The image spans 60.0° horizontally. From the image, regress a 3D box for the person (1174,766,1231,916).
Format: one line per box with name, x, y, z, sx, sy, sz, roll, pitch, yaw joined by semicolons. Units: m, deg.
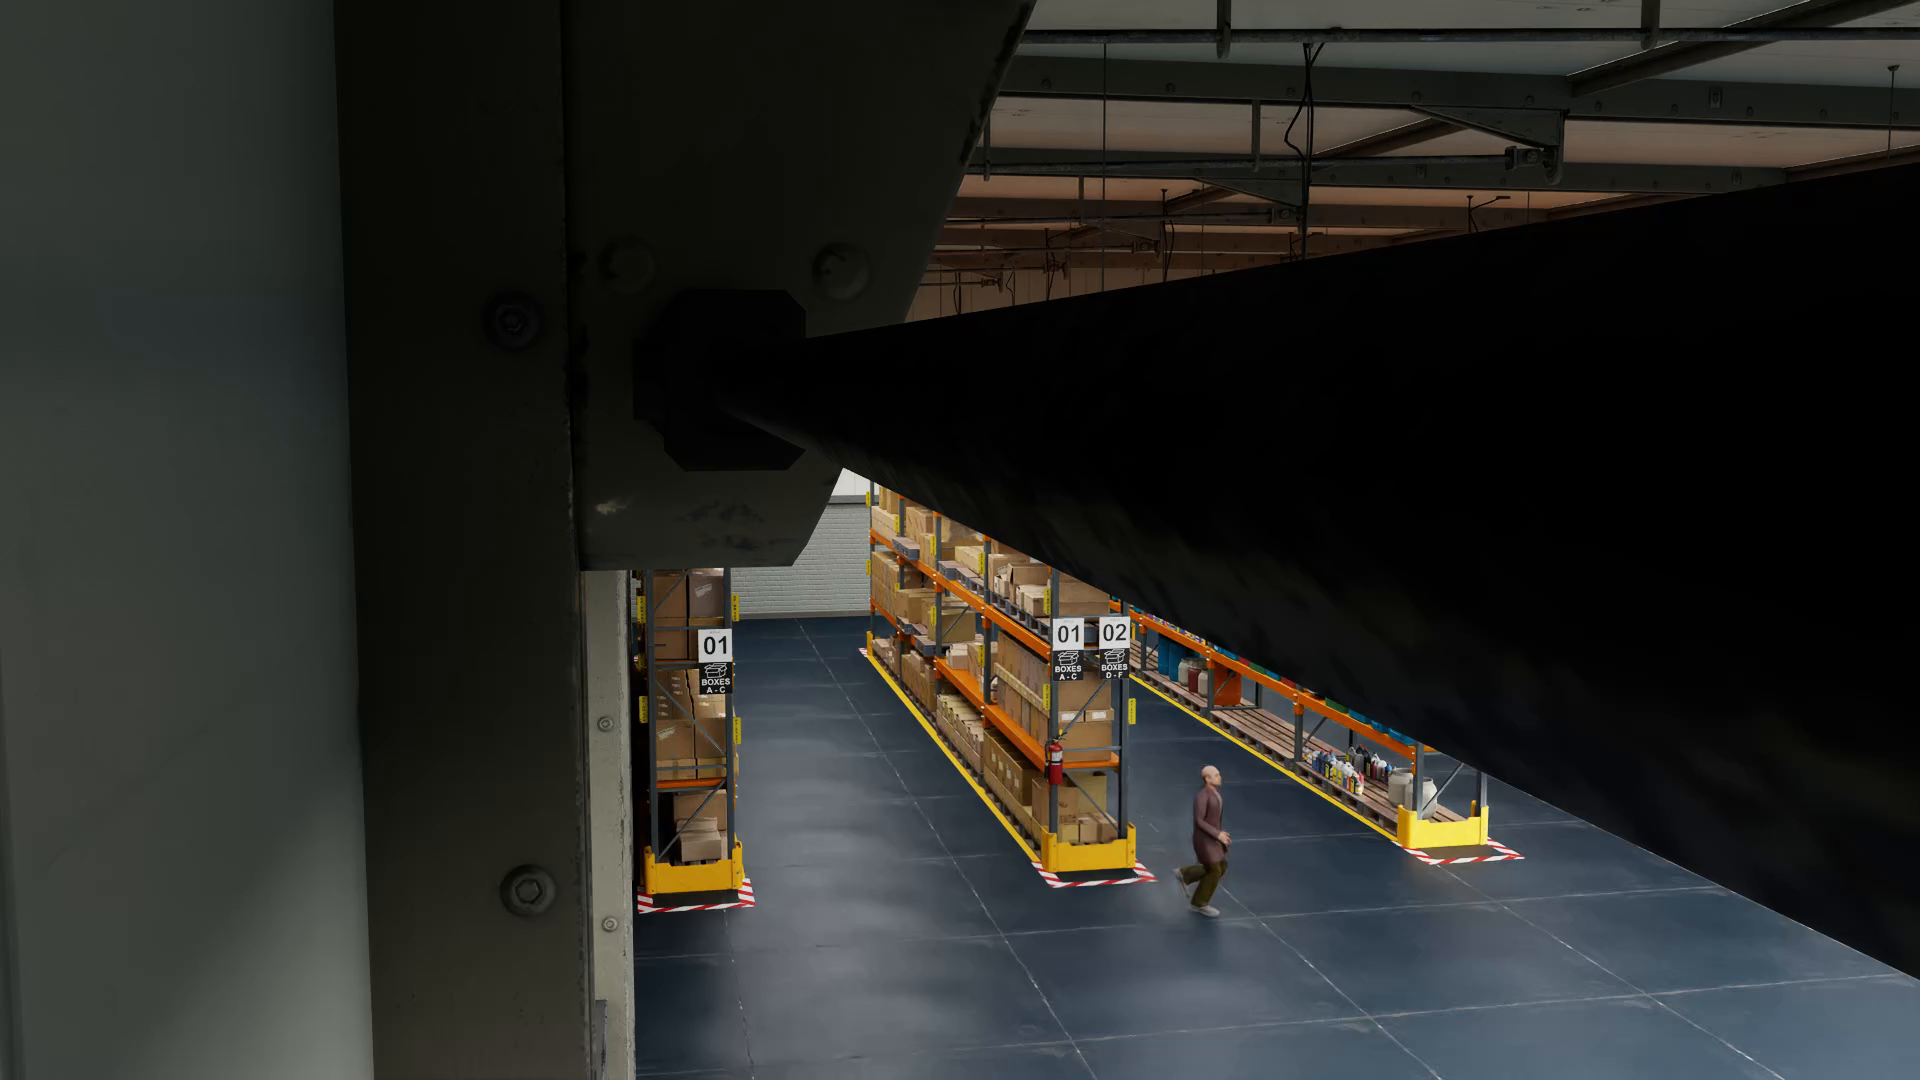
person;2.834;3.505;19.293;0.707;1.664;0.737;2;6;22
